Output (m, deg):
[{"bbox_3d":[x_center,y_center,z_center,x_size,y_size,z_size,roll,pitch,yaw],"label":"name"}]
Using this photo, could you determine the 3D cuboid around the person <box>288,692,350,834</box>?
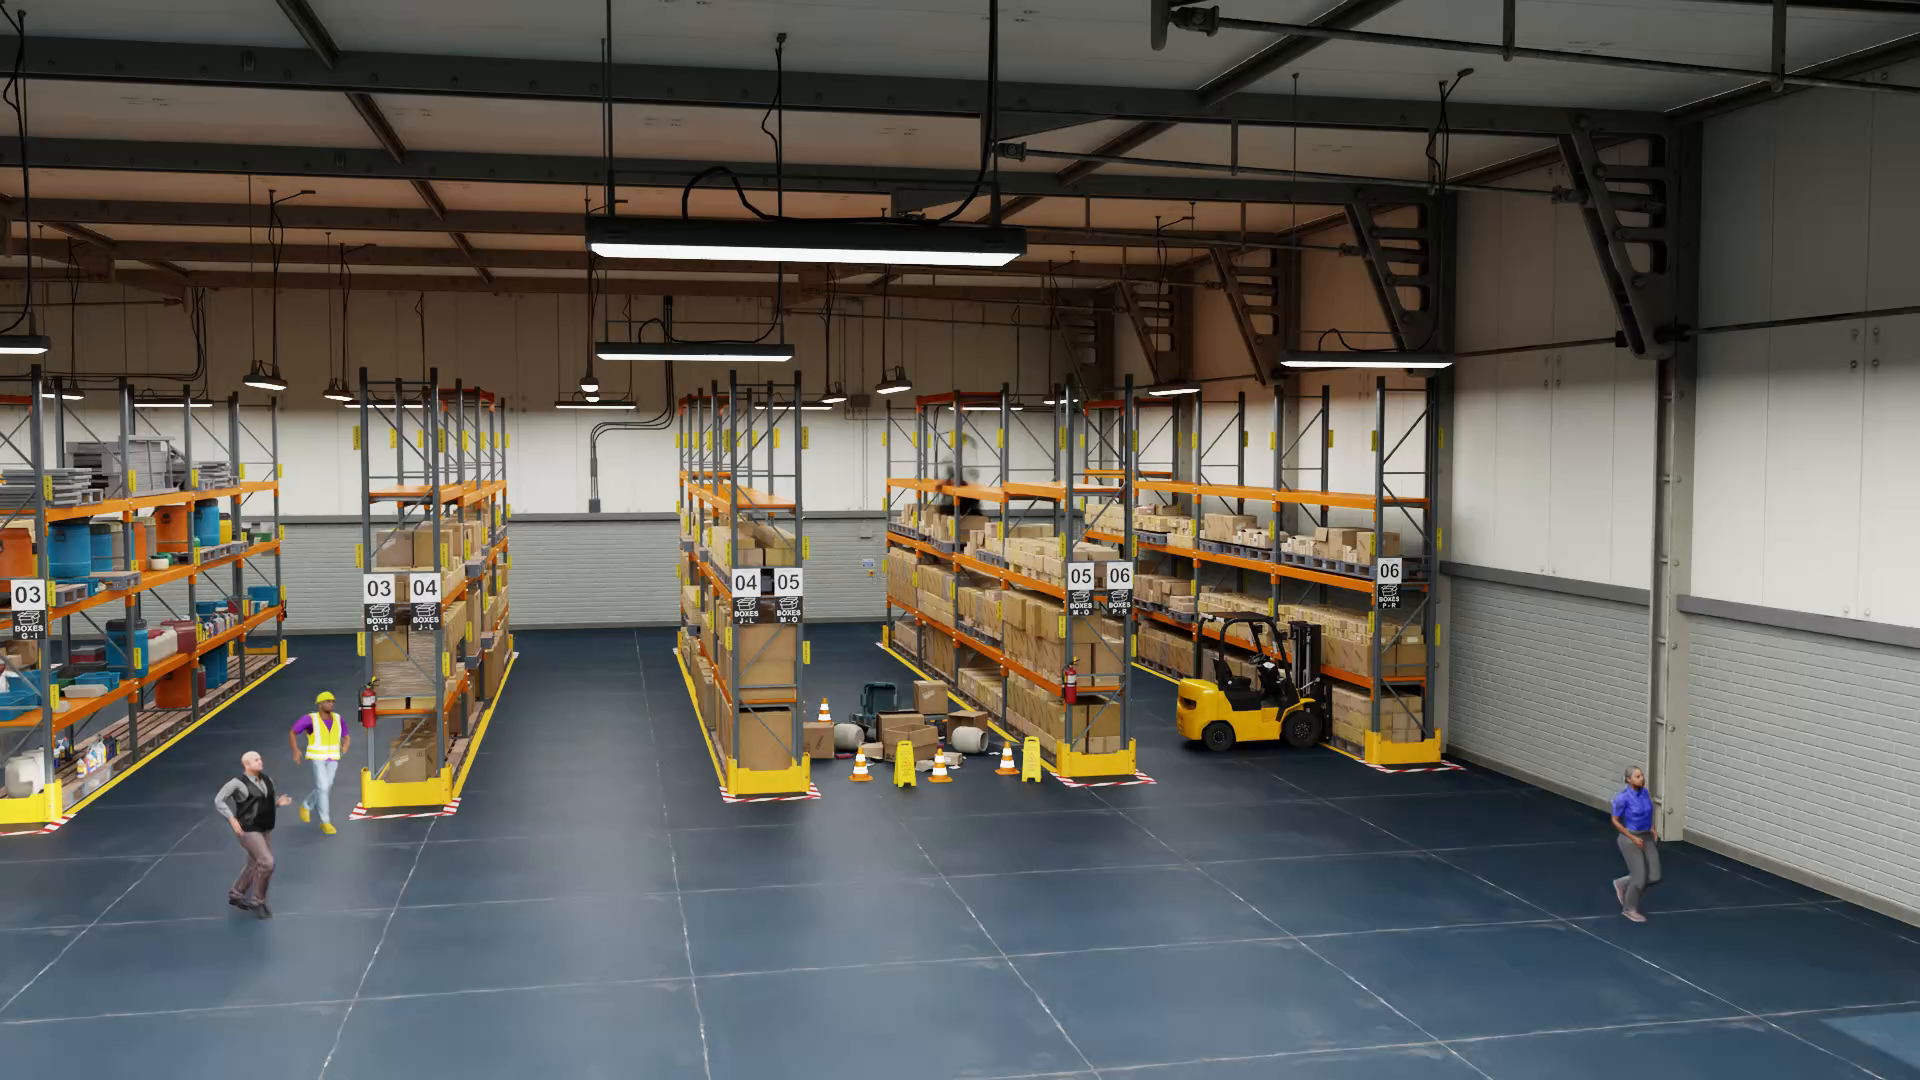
[{"bbox_3d":[-8.200,2.845,21.474,0.888,1.753,0.737,3,4,40],"label":"person"}]

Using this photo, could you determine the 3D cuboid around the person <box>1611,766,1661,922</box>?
[{"bbox_3d":[7.065,3.164,17.424,0.578,1.618,0.519,-2,4,-28],"label":"person"}]

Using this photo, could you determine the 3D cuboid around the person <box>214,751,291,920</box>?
[{"bbox_3d":[-7.431,3.114,17.548,0.745,1.778,0.644,1,3,13],"label":"person"}]

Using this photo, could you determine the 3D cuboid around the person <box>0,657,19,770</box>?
[{"bbox_3d":[-14.767,2.635,25.650,0.585,1.745,0.792,-1,3,-10],"label":"person"}]
